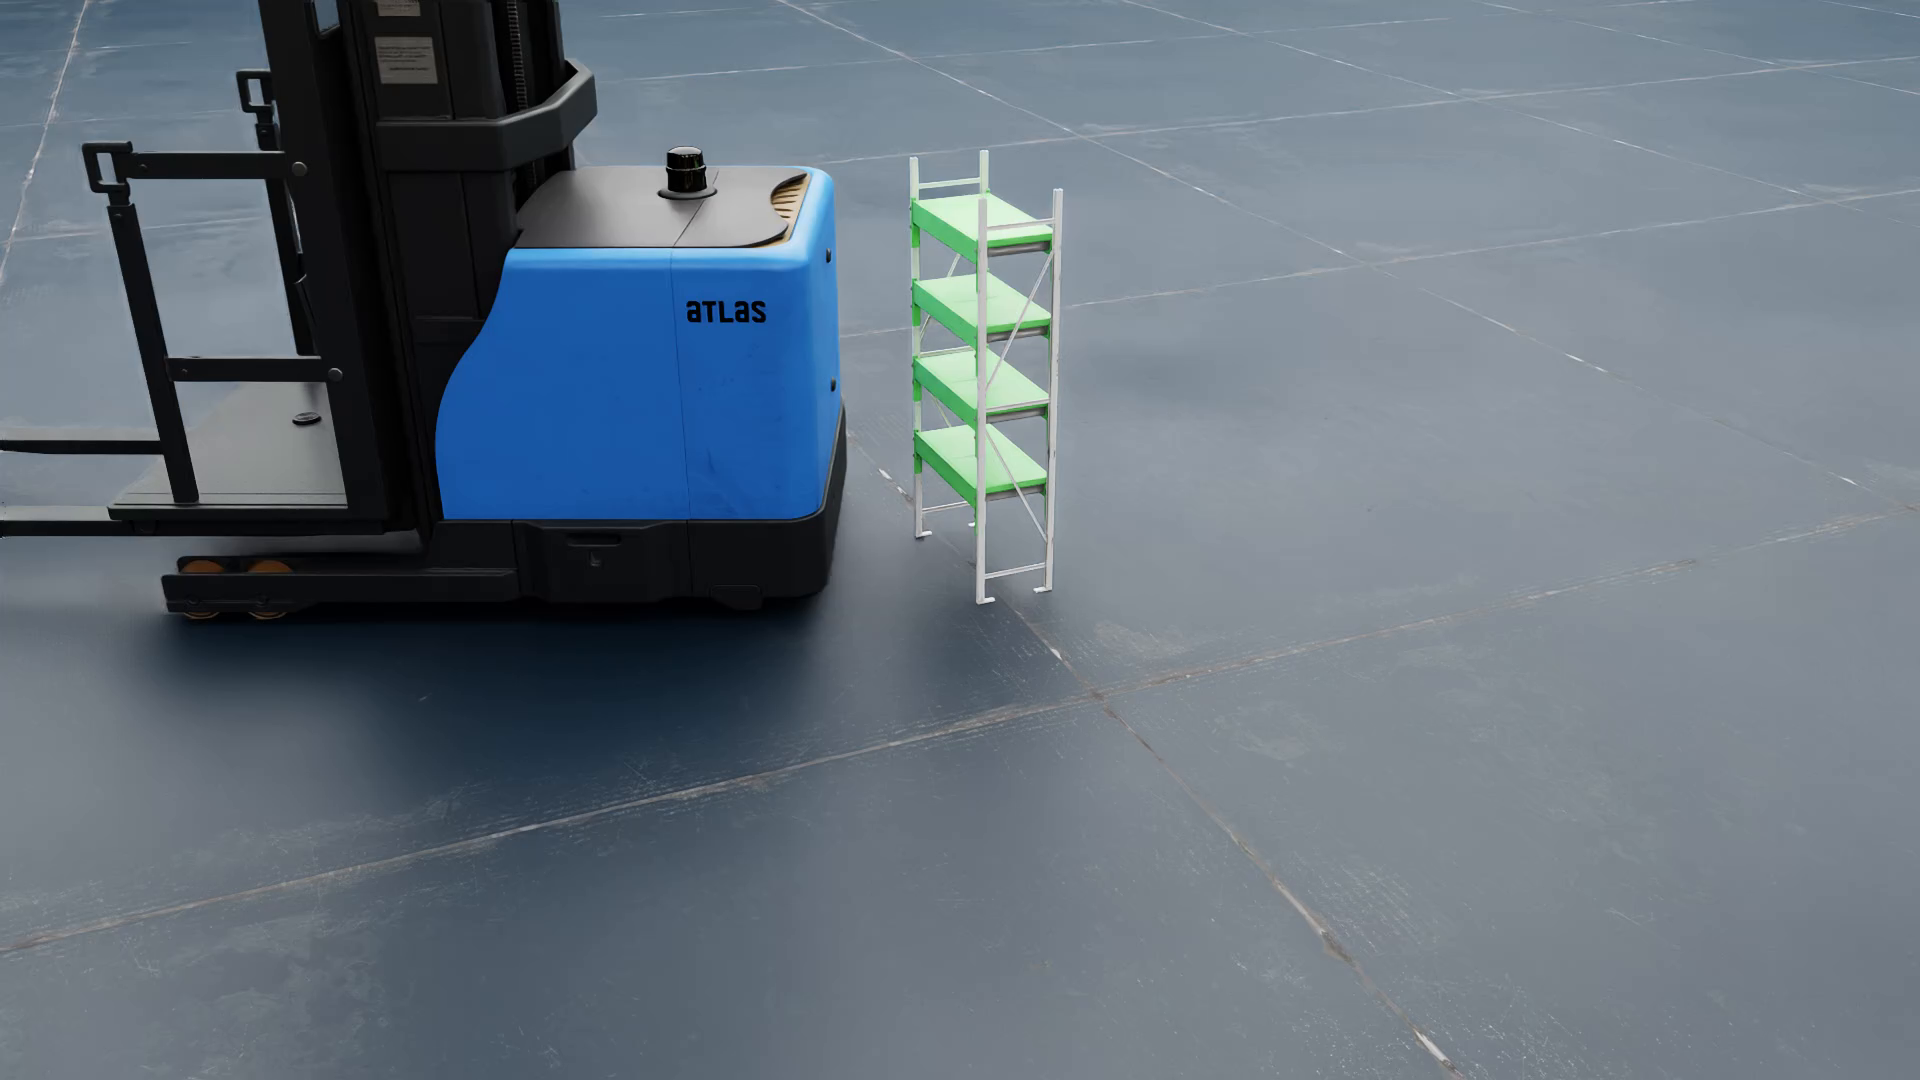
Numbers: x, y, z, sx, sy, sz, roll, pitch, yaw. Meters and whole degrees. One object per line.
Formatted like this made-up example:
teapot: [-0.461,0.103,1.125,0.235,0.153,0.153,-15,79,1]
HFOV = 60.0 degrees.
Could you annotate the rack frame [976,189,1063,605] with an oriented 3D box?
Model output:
rack frame: [0.160,-0.374,4.648,0.240,1.200,0.015,-11,28,-21]

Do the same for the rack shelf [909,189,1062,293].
rack shelf: [0.065,-0.846,4.667,0.258,0.148,0.480,-11,28,-21]

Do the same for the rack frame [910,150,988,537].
rack frame: [-0.031,-0.571,5.052,0.240,1.200,0.015,-11,28,-21]

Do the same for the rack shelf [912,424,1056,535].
rack shelf: [0.065,-0.199,4.983,0.258,0.148,0.480,-11,28,-21]

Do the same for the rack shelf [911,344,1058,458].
rack shelf: [0.065,-0.415,4.878,0.258,0.148,0.480,-11,28,-21]

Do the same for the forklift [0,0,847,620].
forklift: [-1.897,-1.320,4.614,3.031,2.935,1.130,0,26,0]

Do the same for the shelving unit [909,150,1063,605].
shelving unit: [0.065,-0.472,4.850,0.258,1.200,0.503,-11,28,-21]

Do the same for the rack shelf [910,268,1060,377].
rack shelf: [0.065,-0.631,4.773,0.258,0.148,0.480,-11,28,-21]
